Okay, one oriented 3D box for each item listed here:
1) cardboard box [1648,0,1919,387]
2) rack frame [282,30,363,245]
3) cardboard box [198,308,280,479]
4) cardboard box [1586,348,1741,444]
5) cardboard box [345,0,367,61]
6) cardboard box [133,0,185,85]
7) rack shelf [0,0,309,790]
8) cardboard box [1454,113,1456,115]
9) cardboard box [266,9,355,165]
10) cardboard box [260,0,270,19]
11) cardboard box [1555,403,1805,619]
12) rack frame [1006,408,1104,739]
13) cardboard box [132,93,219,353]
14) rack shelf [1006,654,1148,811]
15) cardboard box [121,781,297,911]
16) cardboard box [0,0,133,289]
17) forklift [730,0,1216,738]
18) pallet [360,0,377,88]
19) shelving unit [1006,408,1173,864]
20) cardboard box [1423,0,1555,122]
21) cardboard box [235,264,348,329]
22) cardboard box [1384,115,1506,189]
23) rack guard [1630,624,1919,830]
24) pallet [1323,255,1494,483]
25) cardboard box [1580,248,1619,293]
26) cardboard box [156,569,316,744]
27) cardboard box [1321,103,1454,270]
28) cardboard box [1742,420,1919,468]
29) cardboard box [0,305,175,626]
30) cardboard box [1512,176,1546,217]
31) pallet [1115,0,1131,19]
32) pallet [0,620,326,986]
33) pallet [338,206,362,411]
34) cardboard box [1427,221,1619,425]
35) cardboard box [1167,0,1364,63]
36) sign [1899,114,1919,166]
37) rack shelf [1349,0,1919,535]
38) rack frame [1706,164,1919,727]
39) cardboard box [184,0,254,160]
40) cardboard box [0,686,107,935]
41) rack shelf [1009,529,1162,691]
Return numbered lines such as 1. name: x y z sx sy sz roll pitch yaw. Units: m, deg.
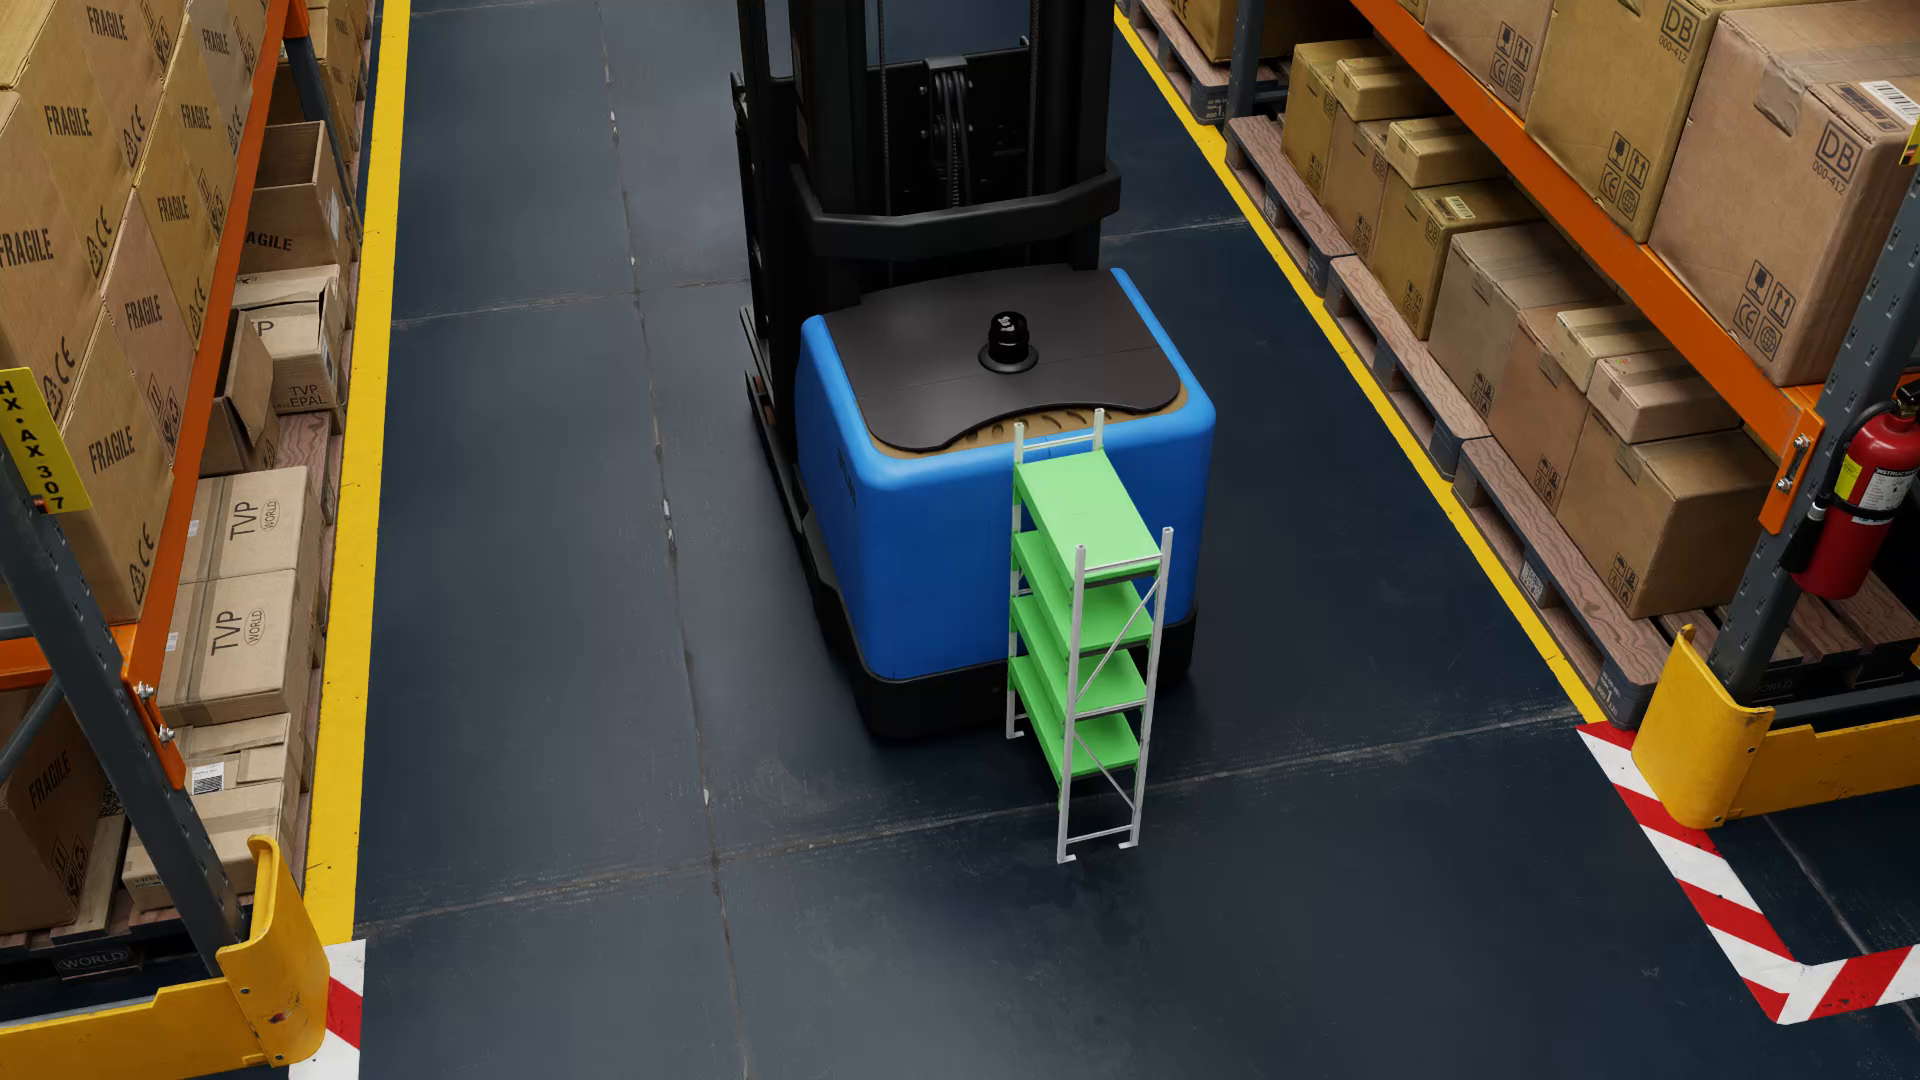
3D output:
1. cardboard box: 2.494 -0.928 4.310 0.980 0.700 0.700 -7 42 -7
2. rack frame: -3.086 -2.367 6.157 1.000 3.000 0.127 -8 42 -9
3. cardboard box: -2.675 -0.381 5.469 0.797 0.503 0.637 -8 42 -9
4. cardboard box: 2.159 -0.448 5.073 0.380 0.149 0.250 -9 42 -10
5. cardboard box: -3.179 -2.614 7.987 0.500 0.500 0.500 -8 42 -9
6. cardboard box: -2.395 -1.503 4.355 0.500 0.500 0.500 -9 42 -10
7. rack shelf: -2.654 -0.802 4.935 1.077 0.370 4.000 -8 42 -9
8. cardboard box: 2.147 -1.655 6.433 0.380 0.149 0.250 -10 42 -11
9. cardboard box: -2.952 -1.945 7.233 0.500 0.500 0.500 -10 43 -11
10. cardboard box: -2.728 -2.117 5.800 0.500 0.500 0.500 -8 42 -9
11. cardboard box: 2.365 -0.148 5.224 0.700 0.500 0.500 -8 42 -9
12. rack frame: 0.258 0.132 4.697 0.240 1.200 0.015 -11 43 -12
13. cardboard box: -2.283 -0.796 4.312 0.500 0.500 0.500 -8 42 -9
14. rack shelf: 0.325 0.515 4.724 0.258 0.148 0.480 -11 43 -12
15. cardboard box: -1.977 0.807 4.398 0.380 0.149 0.250 -8 42 -9
16. cardboard box: -2.181 -0.849 3.618 0.500 0.500 0.500 -8 42 -9
17. forklift: -0.172 -1.495 5.226 1.130 2.935 3.031 -11 43 -12
18. pallet: -3.565 -2.638 8.563 1.003 0.211 1.213 -8 42 -9
19. shelving unit: 0.325 0.288 4.522 0.258 1.200 0.503 -11 43 -12
20. cardboard box: 2.170 -1.893 5.397 0.980 0.700 0.700 -10 43 -11
21. cardboard box: -2.547 -0.902 6.323 0.380 0.149 0.250 -8 42 -9
22. cardboard box: 1.820 -1.458 6.211 0.380 0.149 0.250 -9 42 -11
23. rack guard: 2.619 0.464 4.851 1.175 0.500 0.348 -8 42 -9
24. pallet: 2.105 -0.740 6.425 1.003 0.211 1.213 -8 42 -9
25. cardboard box: 2.368 -0.994 5.688 0.380 0.149 0.250 -8 42 -9
26. cardboard box: -2.171 0.372 4.811 0.500 0.250 0.500 -8 42 -9
27. cardboard box: 1.917 -1.476 6.720 0.700 0.500 0.500 -9 42 -10
28. cardboard box: 2.587 -0.338 4.950 0.380 0.149 0.250 -8 42 -9
29. cardboard box: -2.061 -0.137 3.569 0.500 0.500 0.500 -8 42 -8
30. cardboard box: 2.257 -1.324 6.060 0.380 0.149 0.250 -9 42 -10
31. pallet: 1.243 -3.318 9.329 1.003 0.211 1.213 -8 42 -9
32. pallet: -2.412 0.703 4.799 1.003 0.211 1.213 -8 42 -9
33. pallet: -2.939 -0.879 6.581 1.003 0.211 1.213 -8 42 -9
34. cardboard box: 2.147 -0.798 5.956 0.700 0.500 0.500 -10 42 -11
35. cardboard box: 1.483 -2.835 7.987 0.750 0.750 0.750 -8 42 -9
36. sign: 2.081 -0.939 3.498 0.100 0.325 0.005 -8 42 -9
37. rack shelf: 2.182 -1.514 5.738 1.077 0.370 4.000 -8 42 -9
38. rack frame: 2.613 -0.486 4.038 1.000 3.000 0.127 -8 42 -9
39. cardboard box: -2.502 -1.451 5.049 0.500 0.500 0.500 -7 42 -8
40. cardboard box: -2.581 0.679 4.277 0.500 0.500 0.500 -8 42 -9
41. rack shelf: 0.325 0.156 4.405 0.258 0.148 0.480 -11 43 -12
